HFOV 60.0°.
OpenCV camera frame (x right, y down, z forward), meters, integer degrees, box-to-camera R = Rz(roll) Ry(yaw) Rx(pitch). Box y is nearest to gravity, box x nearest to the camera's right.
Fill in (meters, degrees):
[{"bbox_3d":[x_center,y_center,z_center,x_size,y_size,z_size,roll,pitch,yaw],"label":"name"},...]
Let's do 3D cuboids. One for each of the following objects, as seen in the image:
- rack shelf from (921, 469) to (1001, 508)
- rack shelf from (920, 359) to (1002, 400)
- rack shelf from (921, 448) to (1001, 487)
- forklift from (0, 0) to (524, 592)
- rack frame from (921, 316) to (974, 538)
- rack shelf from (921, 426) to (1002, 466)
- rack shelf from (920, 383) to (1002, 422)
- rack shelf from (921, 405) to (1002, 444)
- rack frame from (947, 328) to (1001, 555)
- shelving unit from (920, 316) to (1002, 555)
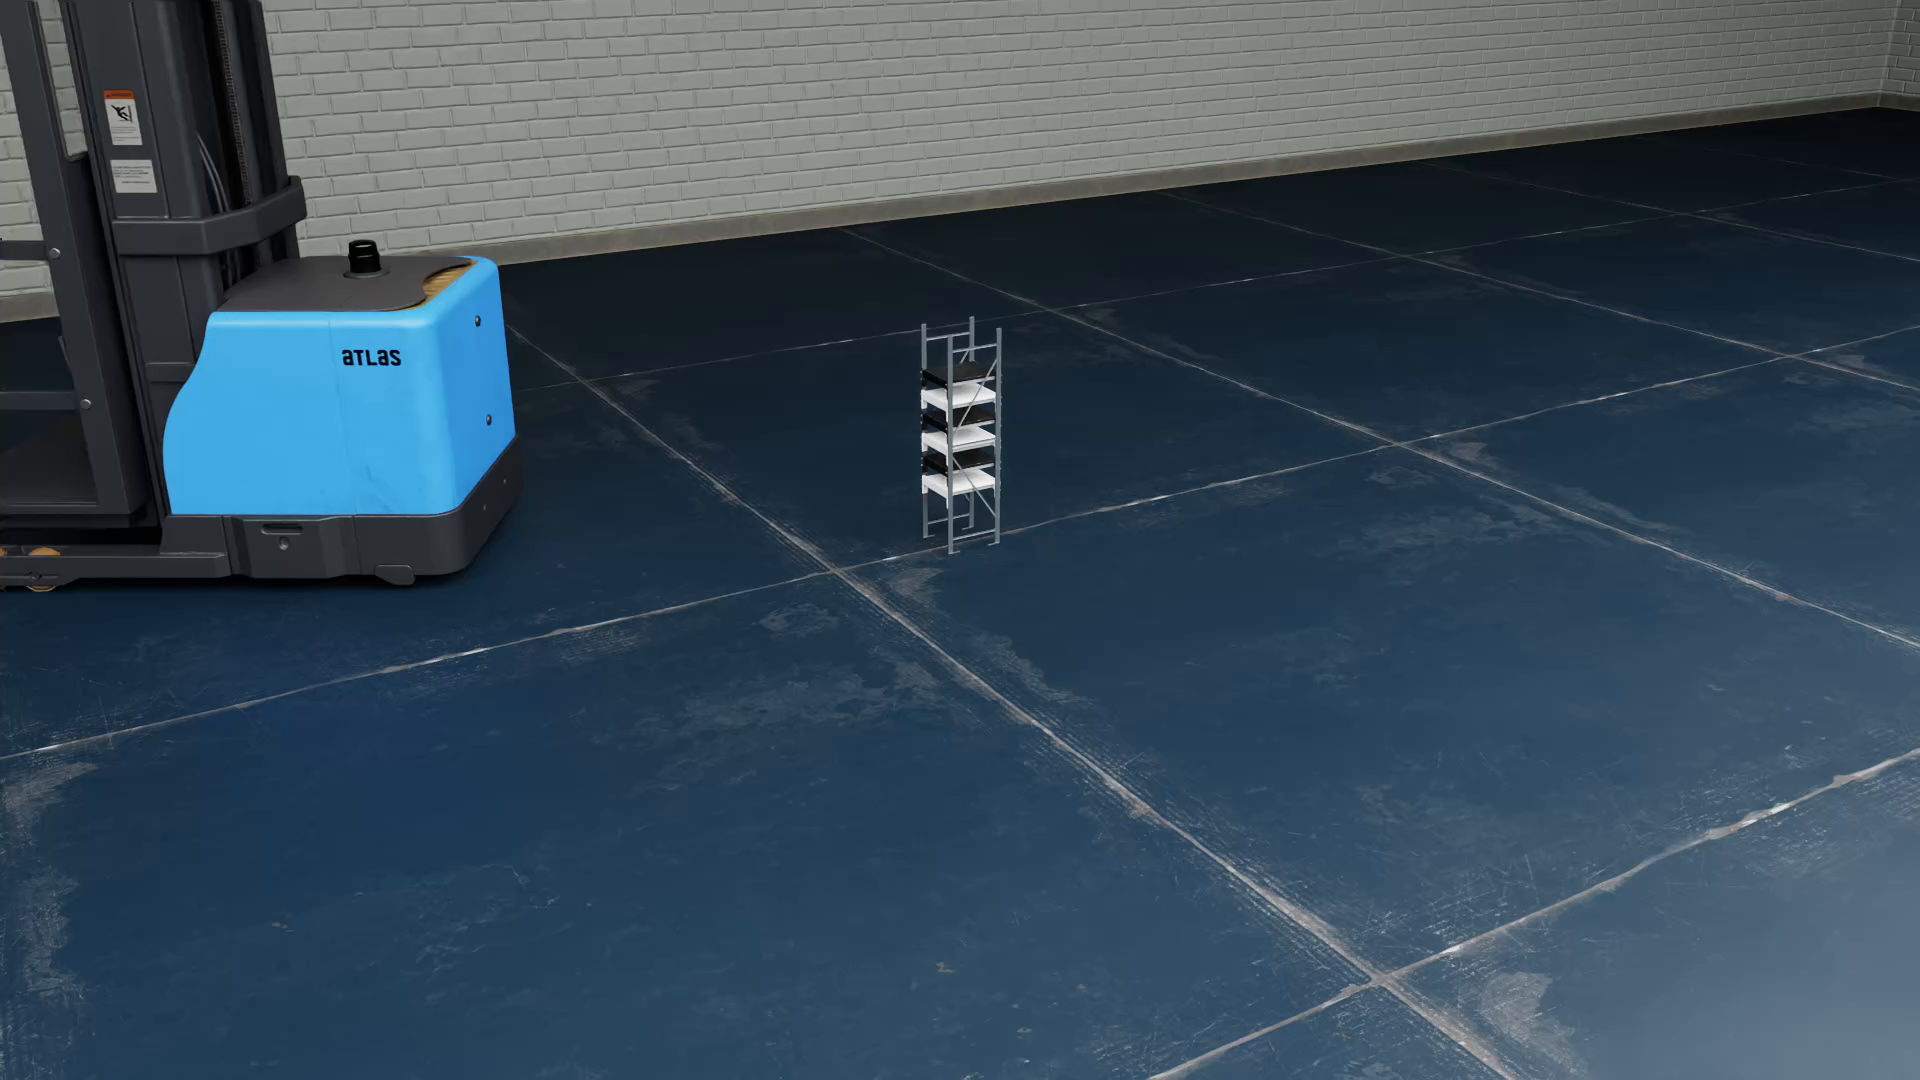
[{"bbox_3d":[0.004,-0.217,6.716,0.258,0.077,0.200,-13,25,-28],"label":"rack shelf"},{"bbox_3d":[0.004,-0.633,6.546,0.258,0.077,0.200,-13,25,-28],"label":"rack shelf"},{"bbox_3d":[0.004,-0.300,6.682,0.258,0.077,0.200,-13,25,-28],"label":"rack shelf"},{"bbox_3d":[-3.397,-1.358,6.261,3.031,2.935,1.130,0,22,0],"label":"forklift"},{"bbox_3d":[-0.048,-0.447,6.717,0.240,0.900,0.006,-13,25,-28],"label":"rack frame"},{"bbox_3d":[0.004,-0.383,6.648,0.258,0.077,0.200,-13,25,-28],"label":"rack shelf"},{"bbox_3d":[0.004,-0.550,6.580,0.258,0.077,0.200,-13,25,-28],"label":"rack shelf"},{"bbox_3d":[0.004,-0.467,6.614,0.258,0.077,0.200,-13,25,-28],"label":"rack shelf"},{"bbox_3d":[0.056,-0.381,6.555,0.240,0.900,0.006,-13,25,-28],"label":"rack frame"},{"bbox_3d":[0.004,-0.414,6.636,0.258,0.900,0.210,-13,25,-28],"label":"shelving unit"}]
